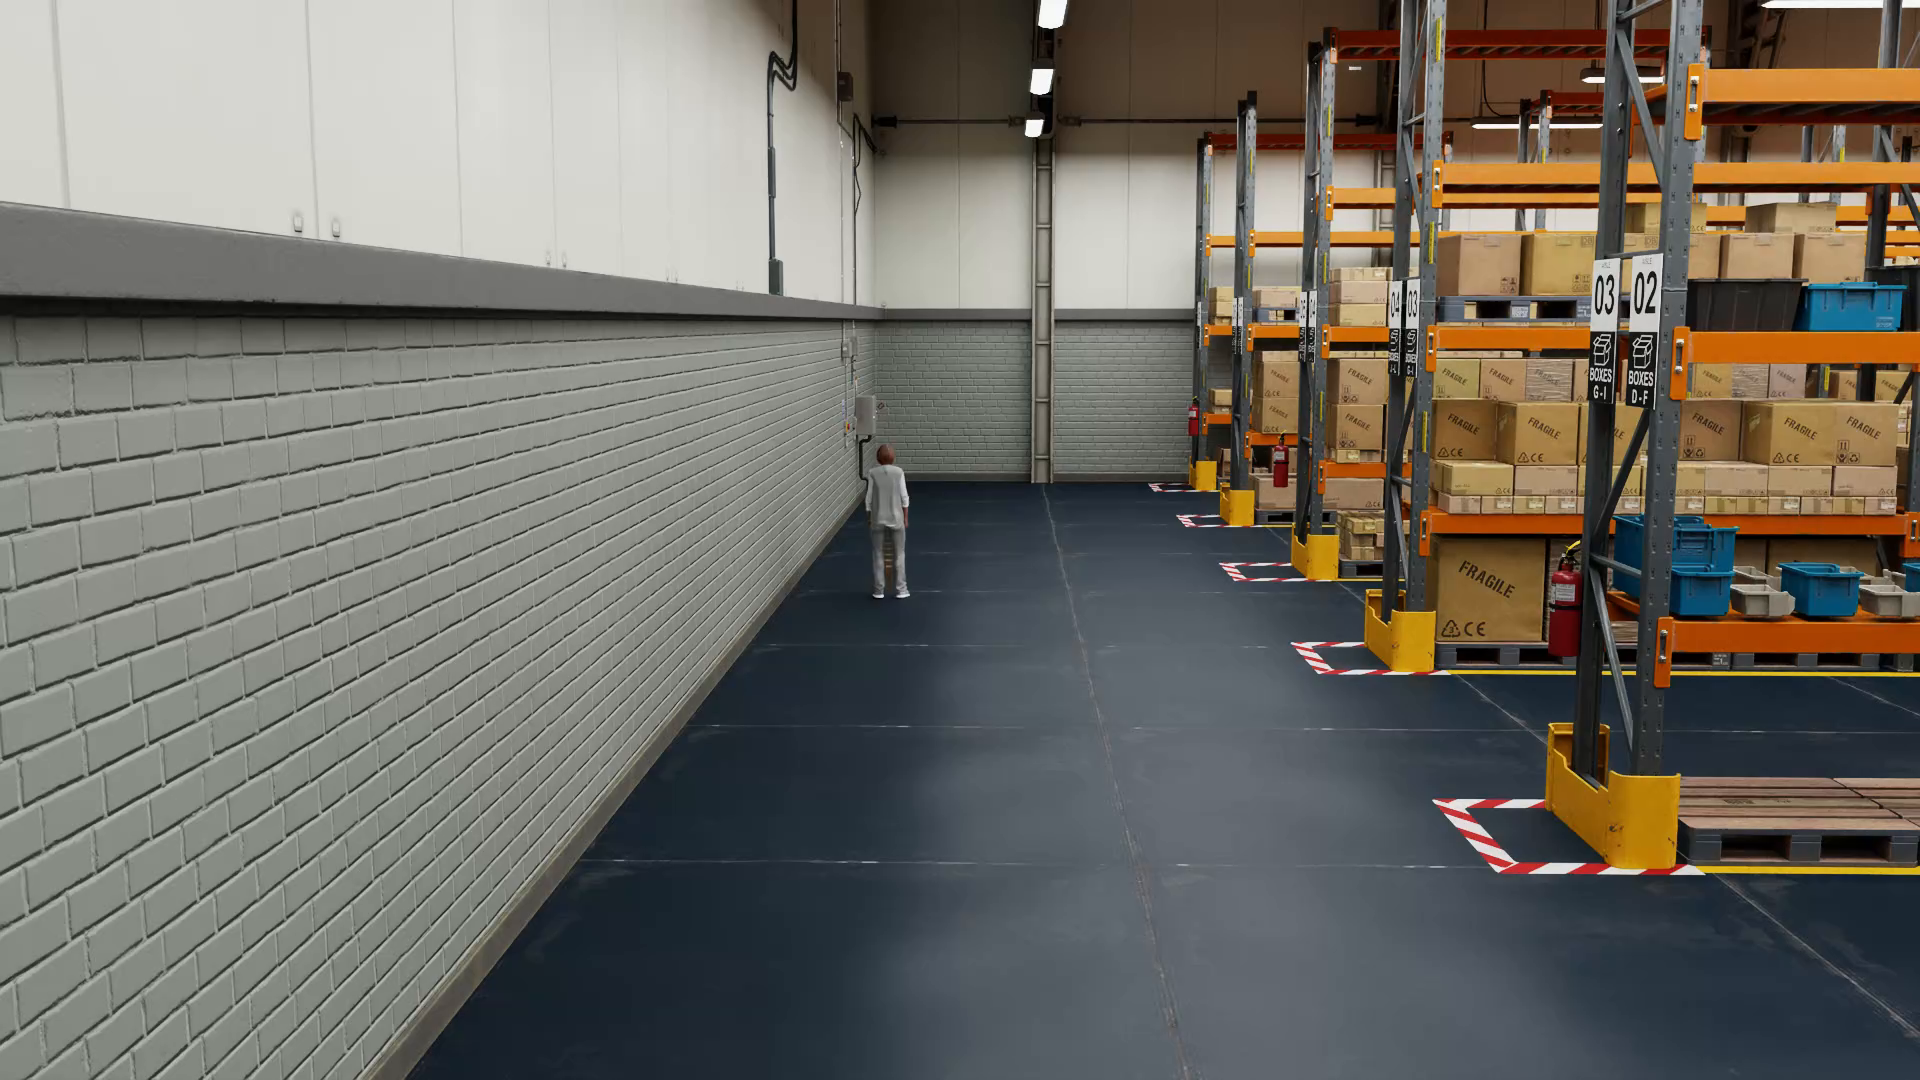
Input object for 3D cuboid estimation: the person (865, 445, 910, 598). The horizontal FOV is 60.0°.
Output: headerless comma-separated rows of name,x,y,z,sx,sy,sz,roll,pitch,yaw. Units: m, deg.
person,-0.754,-0.188,17.255,0.459,1.594,0.345,0,7,-1
